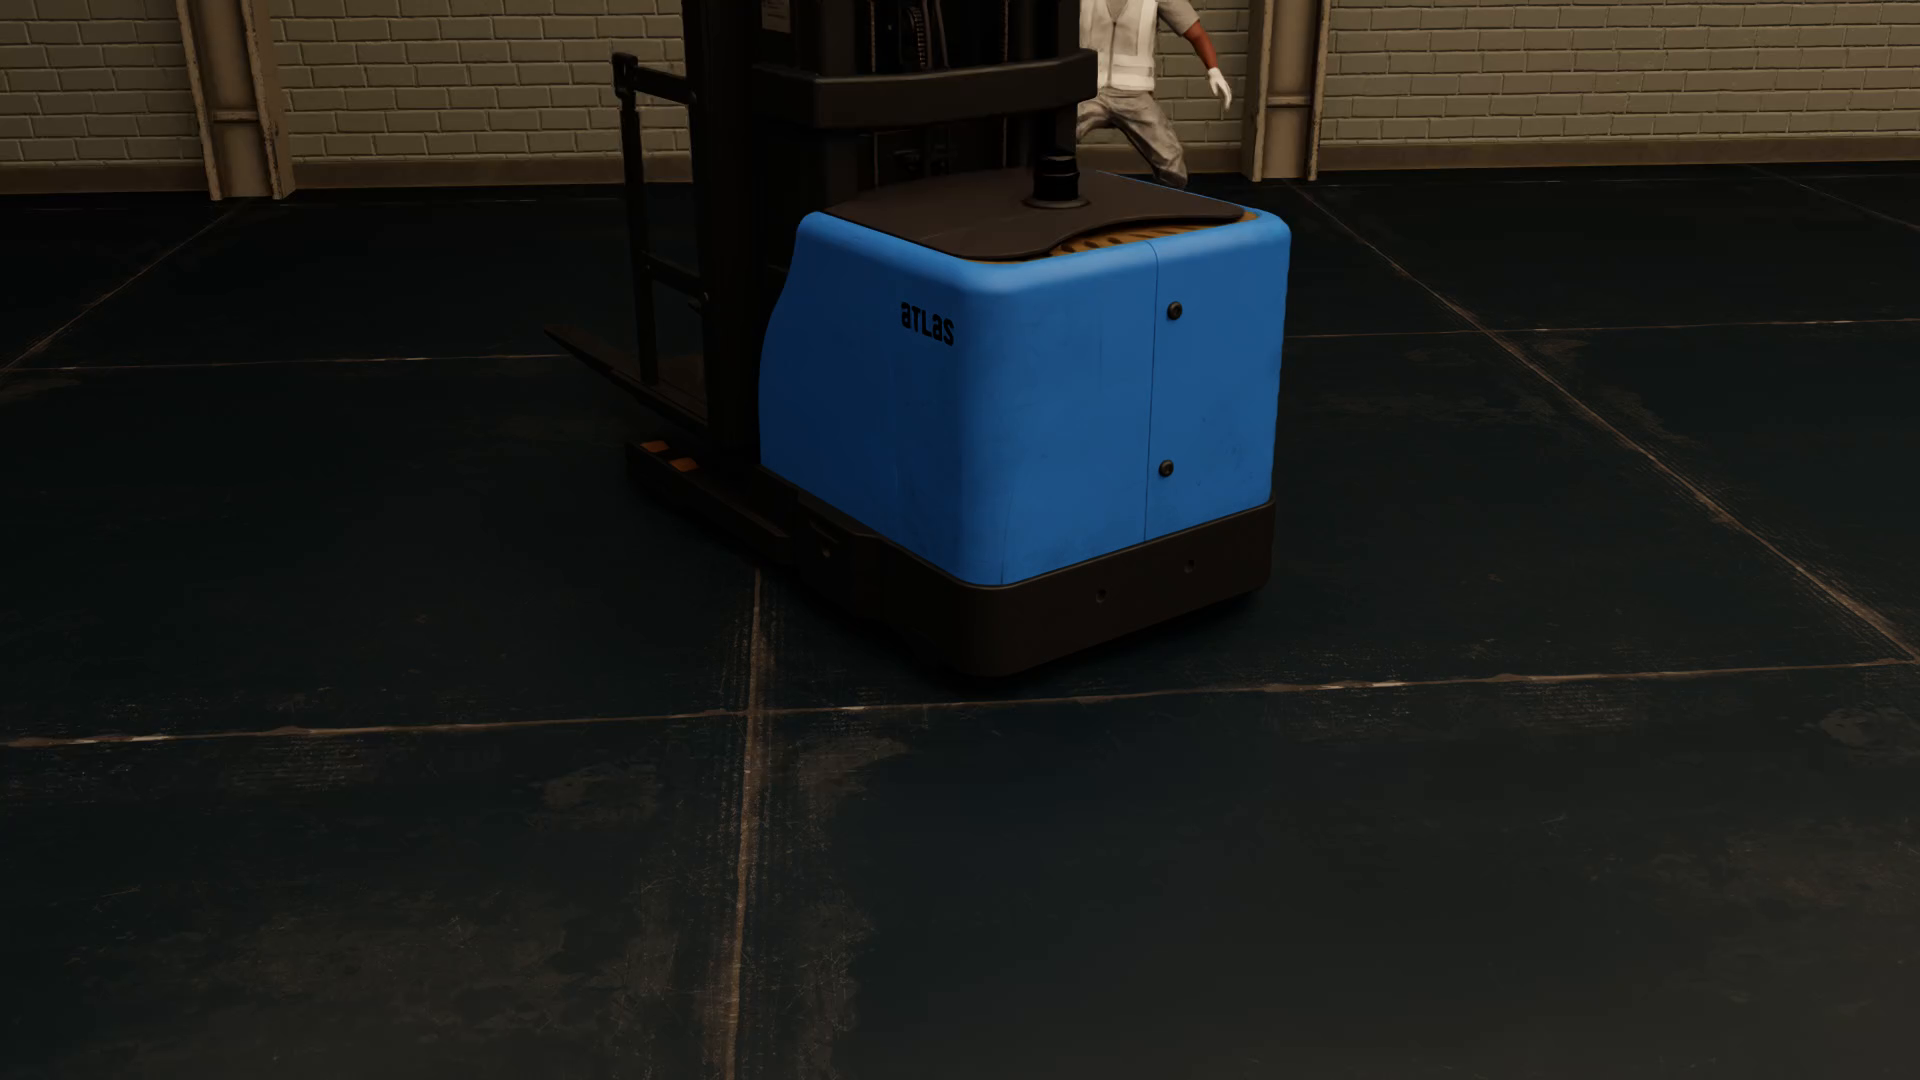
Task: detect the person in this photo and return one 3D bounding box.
[{"bbox_3d":[0.777,-2.168,7.962,1.018,1.645,0.691,2,24,5],"label":"person"}]

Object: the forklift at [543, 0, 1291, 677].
[{"bbox_3d":[-0.418,-1.538,4.860,1.130,2.935,3.031,-16,28,-33],"label":"forklift"}]
